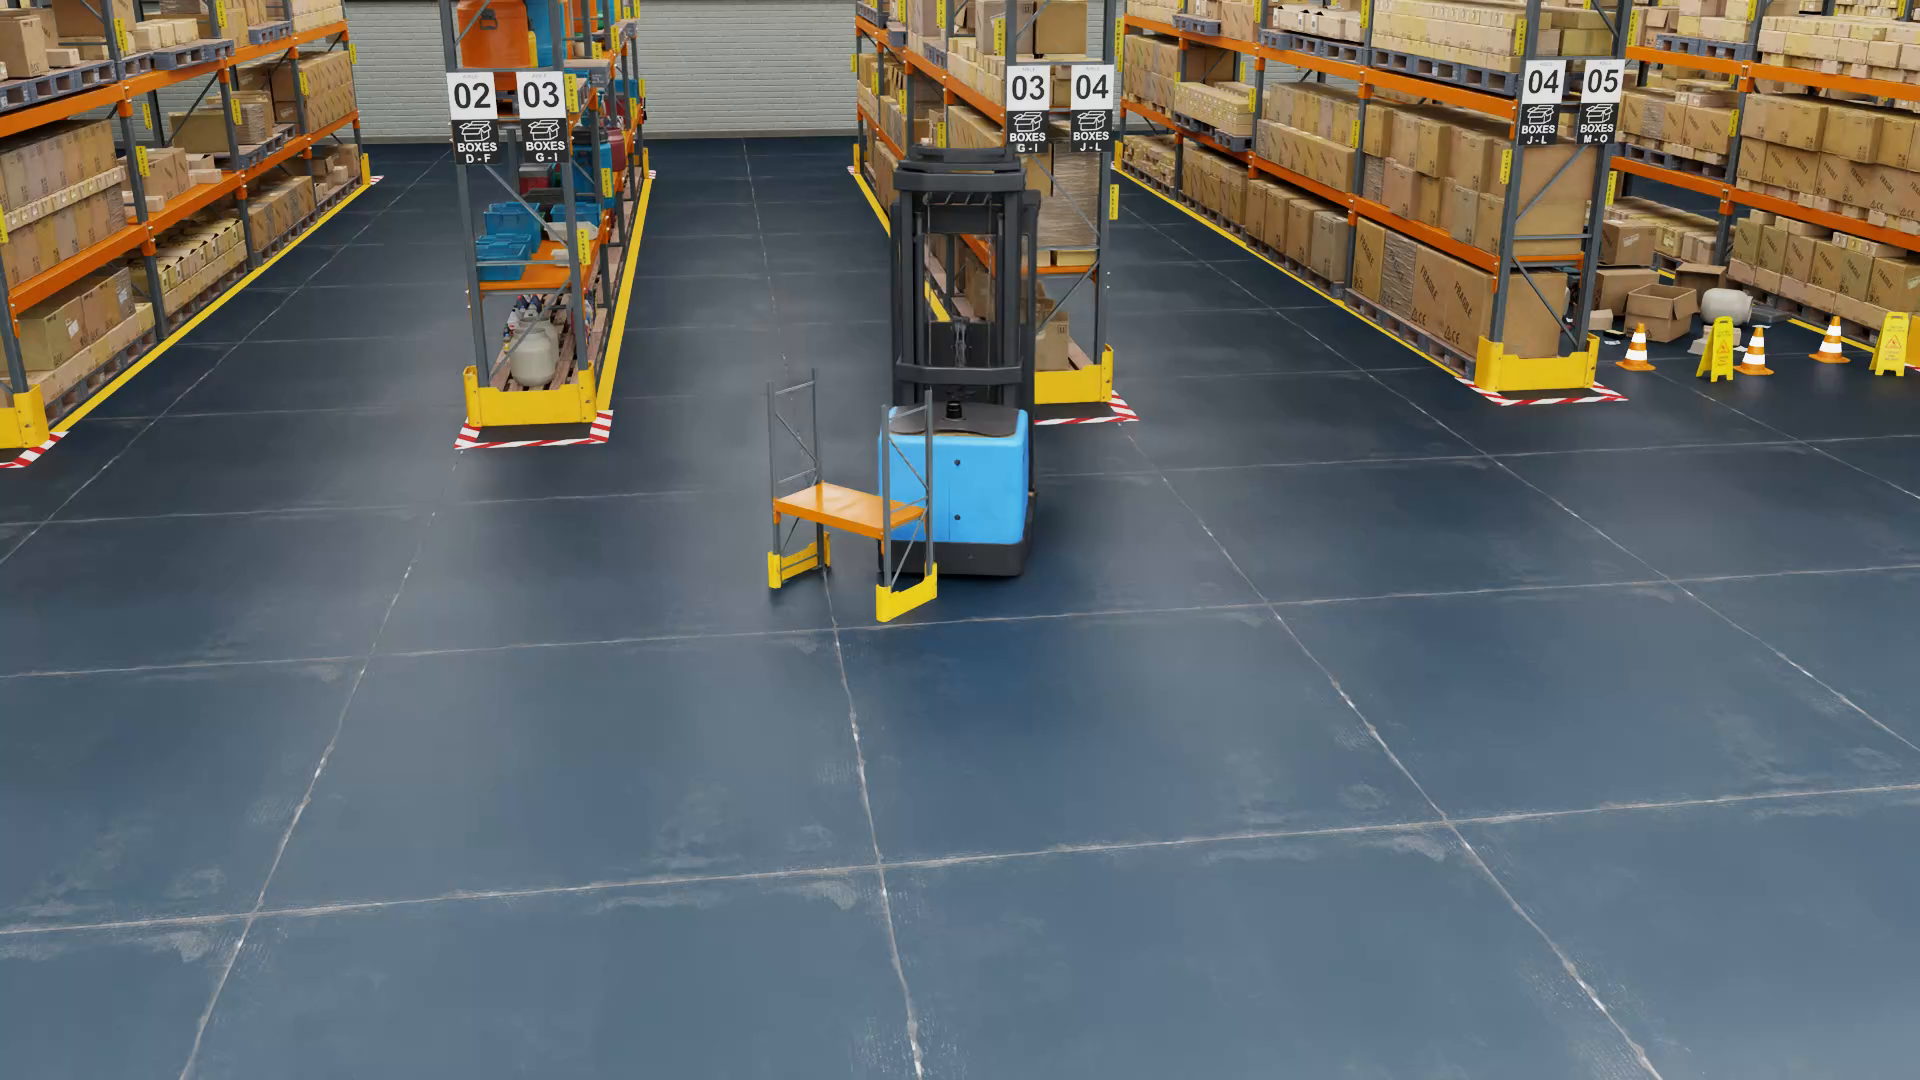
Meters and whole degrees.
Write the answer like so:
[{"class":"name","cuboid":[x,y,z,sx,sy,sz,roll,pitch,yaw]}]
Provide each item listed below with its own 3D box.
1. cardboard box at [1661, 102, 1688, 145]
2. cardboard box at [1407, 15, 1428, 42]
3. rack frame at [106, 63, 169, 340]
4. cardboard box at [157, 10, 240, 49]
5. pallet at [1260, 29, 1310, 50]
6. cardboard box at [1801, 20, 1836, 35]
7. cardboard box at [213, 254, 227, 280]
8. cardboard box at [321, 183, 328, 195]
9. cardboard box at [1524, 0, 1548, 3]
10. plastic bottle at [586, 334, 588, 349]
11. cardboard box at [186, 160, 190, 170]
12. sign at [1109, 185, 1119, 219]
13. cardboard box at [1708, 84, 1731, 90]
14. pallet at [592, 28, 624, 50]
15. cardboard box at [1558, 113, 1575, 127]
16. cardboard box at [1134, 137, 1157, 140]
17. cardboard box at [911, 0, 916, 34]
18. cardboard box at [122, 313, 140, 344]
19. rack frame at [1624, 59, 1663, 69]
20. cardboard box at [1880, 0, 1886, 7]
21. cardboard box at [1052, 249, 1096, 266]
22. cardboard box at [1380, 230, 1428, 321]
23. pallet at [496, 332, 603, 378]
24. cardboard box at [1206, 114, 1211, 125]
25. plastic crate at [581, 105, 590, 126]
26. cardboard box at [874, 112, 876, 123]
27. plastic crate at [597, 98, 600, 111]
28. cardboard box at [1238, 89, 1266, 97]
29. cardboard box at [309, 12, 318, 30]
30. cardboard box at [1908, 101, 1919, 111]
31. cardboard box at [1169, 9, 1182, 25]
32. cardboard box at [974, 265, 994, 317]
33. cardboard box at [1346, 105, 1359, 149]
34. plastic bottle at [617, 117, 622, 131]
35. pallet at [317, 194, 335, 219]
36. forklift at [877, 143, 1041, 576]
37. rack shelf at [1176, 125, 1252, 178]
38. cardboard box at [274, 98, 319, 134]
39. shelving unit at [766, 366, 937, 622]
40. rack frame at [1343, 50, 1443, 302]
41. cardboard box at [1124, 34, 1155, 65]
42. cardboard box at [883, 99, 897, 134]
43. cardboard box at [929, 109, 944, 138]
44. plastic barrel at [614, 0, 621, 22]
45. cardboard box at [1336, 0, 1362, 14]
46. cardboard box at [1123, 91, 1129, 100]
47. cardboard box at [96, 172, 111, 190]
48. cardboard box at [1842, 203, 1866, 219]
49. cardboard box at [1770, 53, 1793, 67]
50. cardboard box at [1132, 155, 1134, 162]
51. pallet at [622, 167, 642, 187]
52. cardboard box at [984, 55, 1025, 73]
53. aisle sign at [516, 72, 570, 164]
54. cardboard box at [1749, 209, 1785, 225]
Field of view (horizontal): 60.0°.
[{"class":"cardboard box","cuboid":[9.709,-5.541,22.097,0.500,0.500,0.500,-2,21,-6]},{"class":"cardboard box","cuboid":[5.201,-5.560,18.075,0.500,0.250,0.500,-3,21,-8]},{"class":"rack frame","cuboid":[-9.466,-3.661,18.232,1.000,3.000,0.127,-3,21,-8]},{"class":"cardboard box","cuboid":[-10.213,-6.824,22.270,0.910,0.500,0.500,-3,21,-8]},{"class":"pallet","cuboid":[4.828,-6.856,22.769,1.213,0.211,1.003,-2,21,-5]},{"class":"cardboard box","cuboid":[9.973,-5.922,19.218,0.380,0.149,0.250,-3,21,-8]},{"class":"cardboard box","cuboid":[-9.578,-3.433,20.949,0.500,0.250,0.500,-2,21,-7]},{"class":"cardboard box","cuboid":[-10.601,-5.765,27.286,0.380,0.166,0.250,-3,21,-8]},{"class":"cardboard box","cuboid":[9.026,-8.289,25.591,0.500,0.500,0.500,-3,21,-7]},{"class":"plastic bottle","cuboid":[-3.956,-2.099,17.421,0.097,0.201,0.097,0,20,0]},{"class":"cardboard box","cuboid":[-10.106,-4.685,21.100,0.500,0.311,0.500,-3,21,-8]},{"class":"sign","cuboid":[1.451,-3.208,15.780,0.100,0.325,0.005,-3,21,-8]},{"class":"cardboard box","cuboid":[13.587,-7.914,29.408,0.500,0.250,0.500,-2,21,-6]},{"class":"pallet","cuboid":[-5.154,-6.881,22.836,1.003,0.211,1.213,-3,21,-8]},{"class":"cardboard box","cuboid":[9.246,-6.363,24.966,0.500,0.250,0.500,-3,21,-8]},{"class":"cardboard box","cuboid":[3.428,-7.382,30.817,0.380,0.149,0.250,-3,21,-7]},{"class":"cardboard box","cuboid":[-0.357,-6.879,21.703,0.500,0.500,0.500,-3,21,-7]},{"class":"cardboard box","cuboid":[-9.121,-2.247,17.774,0.500,0.250,0.500,-3,21,-8]},{"class":"rack frame","cuboid":[13.325,-9.066,32.702,1.000,3.000,0.127,-3,21,-8]},{"class":"cardboard box","cuboid":[14.203,-8.158,25.203,0.380,0.149,0.250,-4,21,-10]},{"class":"cardboard box","cuboid":[1.108,-2.768,16.199,0.380,0.149,0.250,-3,21,-8]},{"class":"cardboard box","cuboid":[5.415,-3.043,19.013,0.875,0.875,0.875,-3,21,-7]},{"class":"pallet","cuboid":[-4.330,-1.946,17.624,1.003,0.211,1.213,-3,21,-8]},{"class":"cardboard box","cuboid":[3.977,-6.431,25.406,0.380,0.149,0.250,-2,21,-6]},{"class":"plastic crate","cuboid":[-6.122,-6.845,26.693,0.392,0.384,0.575,-3,21,-8]},{"class":"cardboard box","cuboid":[-1.222,-6.990,27.504,0.380,0.149,0.250,-3,21,-7]},{"class":"plastic crate","cuboid":[-6.394,-7.456,28.546,0.416,0.233,0.300,-3,21,-8]},{"class":"cardboard box","cuboid":[4.545,-6.922,25.871,0.380,0.149,0.250,-4,21,-10]},{"class":"cardboard box","cuboid":[-10.584,-8.293,26.561,0.500,0.250,0.500,-3,21,-8]},{"class":"cardboard box","cuboid":[14.272,-6.429,24.573,0.380,0.149,0.250,-2,21,-7]},{"class":"cardboard box","cuboid":[3.769,-8.636,27.478,0.500,0.250,0.500,-2,21,-6]},{"class":"cardboard box","cuboid":[0.445,-2.847,19.024,0.500,0.500,0.500,4,21,9]},{"class":"cardboard box","cuboid":[5.182,-5.062,20.409,0.700,0.500,0.500,-3,21,-9]},{"class":"plastic bottle","cuboid":[-5.234,-6.291,25.343,0.144,0.351,0.185,-3,21,-8]},{"class":"pallet","cuboid":[-10.718,-5.363,26.773,1.003,0.211,1.213,-3,21,-8]},{"class":"forklift","cuboid":[0.047,-1.591,12.788,1.130,2.935,3.031,2,21,4]},{"class":"rack shelf","cuboid":[4.395,-6.115,25.830,1.077,0.370,4.000,-3,21,-8]},{"class":"cardboard box","cuboid":[-10.423,-6.668,26.140,0.500,0.500,0.500,-2,21,-6]},{"class":"shelving unit","cuboid":[-0.760,-0.341,11.485,1.083,1.500,0.587,15,25,35]},{"class":"rack frame","cuboid":[5.260,-4.375,20.142,1.000,3.000,0.127,-3,21,-8]},{"class":"cardboard box","cuboid":[3.332,-9.015,30.570,0.500,0.500,0.500,-3,21,-8]},{"class":"cardboard box","cuboid":[-0.924,-6.631,26.039,0.500,0.500,0.500,-3,21,-8]},{"class":"cardboard box","cuboid":[-0.122,-5.603,22.688,0.500,0.500,0.500,-6,21,-14]},{"class":"plastic barrel","cuboid":[-5.385,-8.064,24.864,0.600,0.588,0.600,0,20,0]},{"class":"cardboard box","cuboid":[5.211,-6.868,21.644,0.500,0.500,0.500,-3,21,-8]},{"class":"cardboard box","cuboid":[3.252,-8.283,30.966,0.380,0.149,0.250,-3,21,-8]},{"class":"cardboard box","cuboid":[-9.141,-3.752,17.406,0.380,0.149,0.250,-4,21,-9]},{"class":"cardboard box","cuboid":[10.201,-3.715,18.734,0.380,0.149,0.250,-3,21,-8]},{"class":"cardboard box","cuboid":[9.926,-5.733,19.851,0.380,0.149,0.250,-3,21,-8]},{"class":"cardboard box","cuboid":[3.407,-7.107,30.931,0.380,0.149,0.250,-3,21,-8]},{"class":"pallet","cuboid":[-6.214,-6.471,29.740,1.003,0.211,1.213,-3,21,-8]},{"class":"cardboard box","cuboid":[0.436,-4.648,16.231,0.380,0.149,0.250,-3,21,-7]},{"class":"aisle sign","cuboid":[-3.687,-3.733,14.707,0.394,0.787,0.004,-3,21,-8]},{"class":"cardboard box","cuboid":[9.920,-3.959,20.360,0.380,0.149,0.250,-3,21,-7]}]
